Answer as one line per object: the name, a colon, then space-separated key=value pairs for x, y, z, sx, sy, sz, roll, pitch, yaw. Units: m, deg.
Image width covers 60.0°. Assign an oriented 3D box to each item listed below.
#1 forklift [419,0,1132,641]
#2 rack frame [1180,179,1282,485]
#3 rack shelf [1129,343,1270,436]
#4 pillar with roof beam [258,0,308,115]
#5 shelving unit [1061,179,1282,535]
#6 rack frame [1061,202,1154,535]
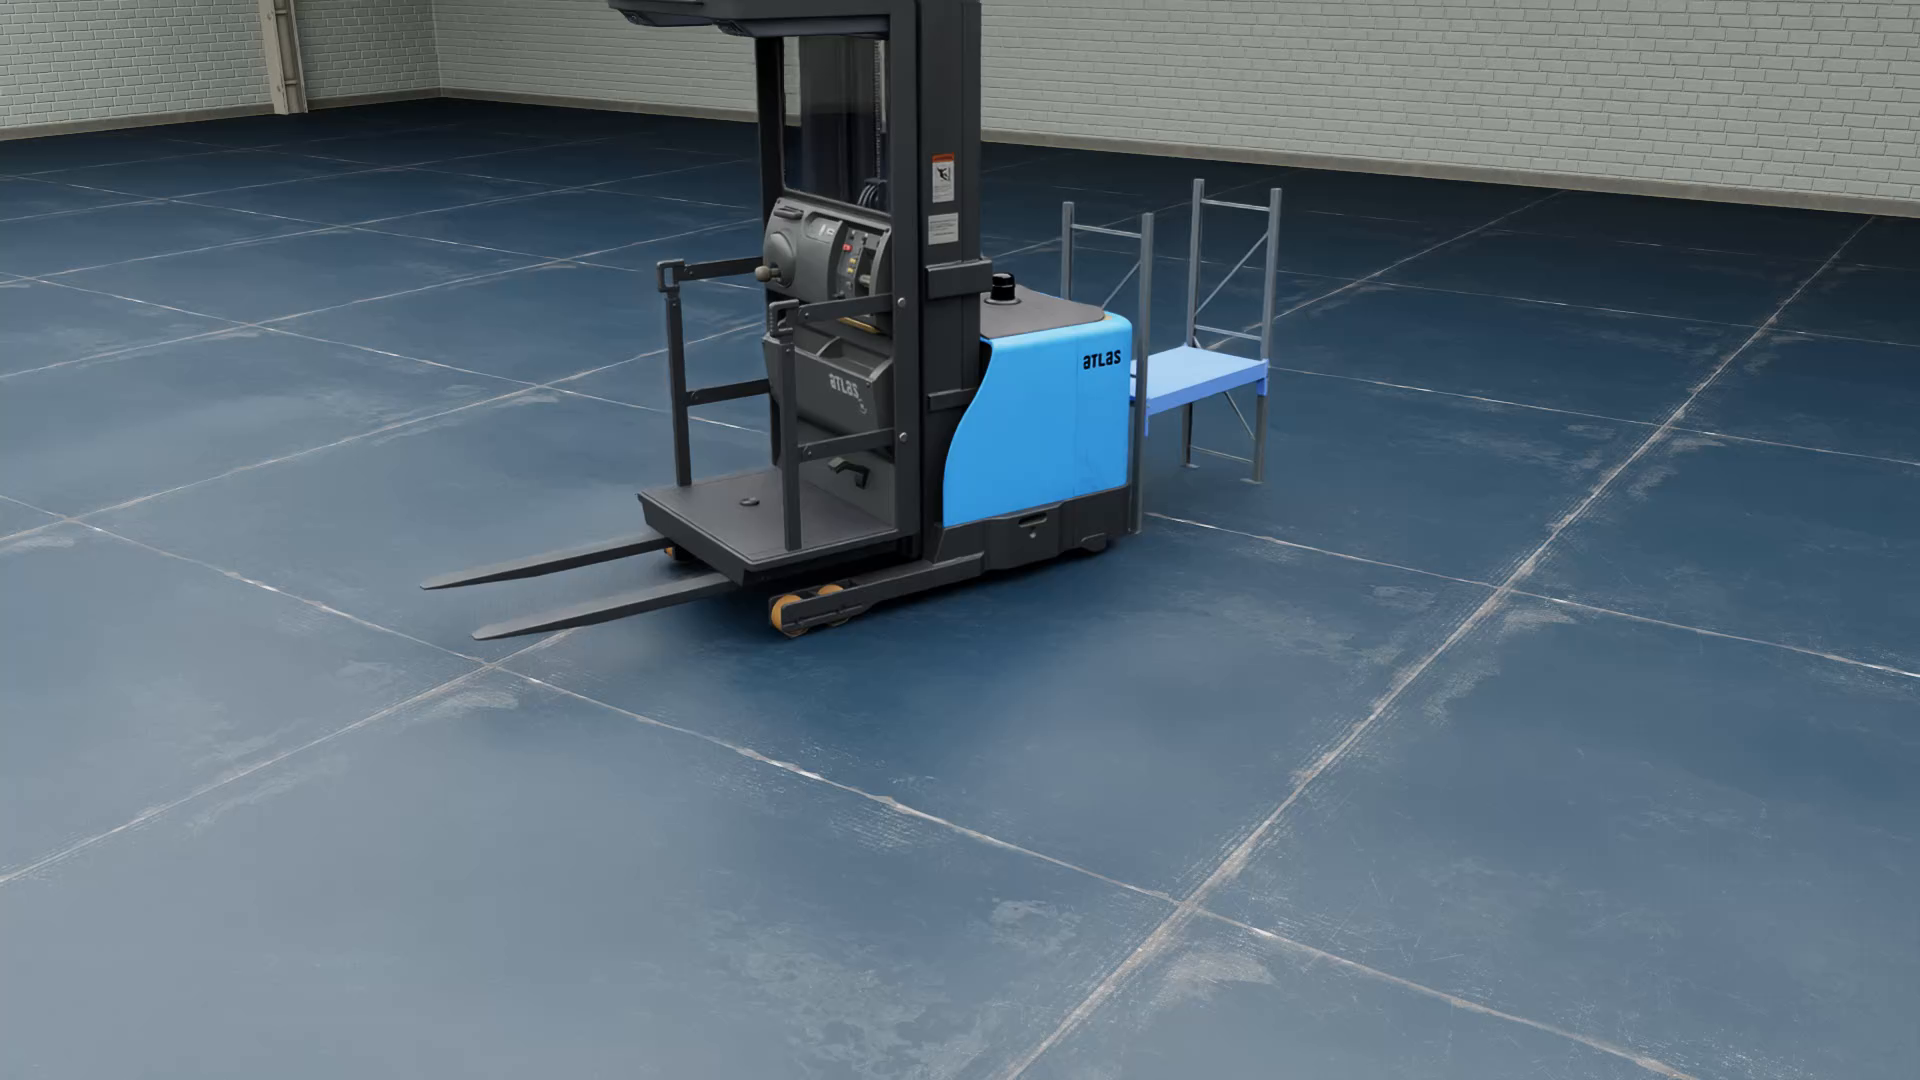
forklift: x=-0.727 y=-1.192 z=6.764 sx=3.031 sy=2.935 sz=1.130 roll=-13 pitch=24 yaw=-32
rack frame: x=1.362 y=-1.048 z=8.436 sx=0.500 sy=1.500 sz=0.032 roll=18 pitch=27 yaw=40
rack shelf: x=1.013 y=-0.751 z=8.152 sx=0.538 sy=0.185 sz=1.000 roll=18 pitch=27 yaw=40
pillar with roof beam: x=-6.665 y=-9.911 z=21.588 sx=9.100 sy=9.000 sz=0.400 roll=13 pitch=24 yaw=32
shelving unit: x=1.013 y=-0.920 z=8.090 sx=0.538 sy=1.500 sz=1.048 roll=18 pitch=27 yaw=40
rack frame: x=0.664 y=-0.792 z=7.743 sx=0.500 sy=1.500 sz=0.032 roll=18 pitch=27 yaw=40
